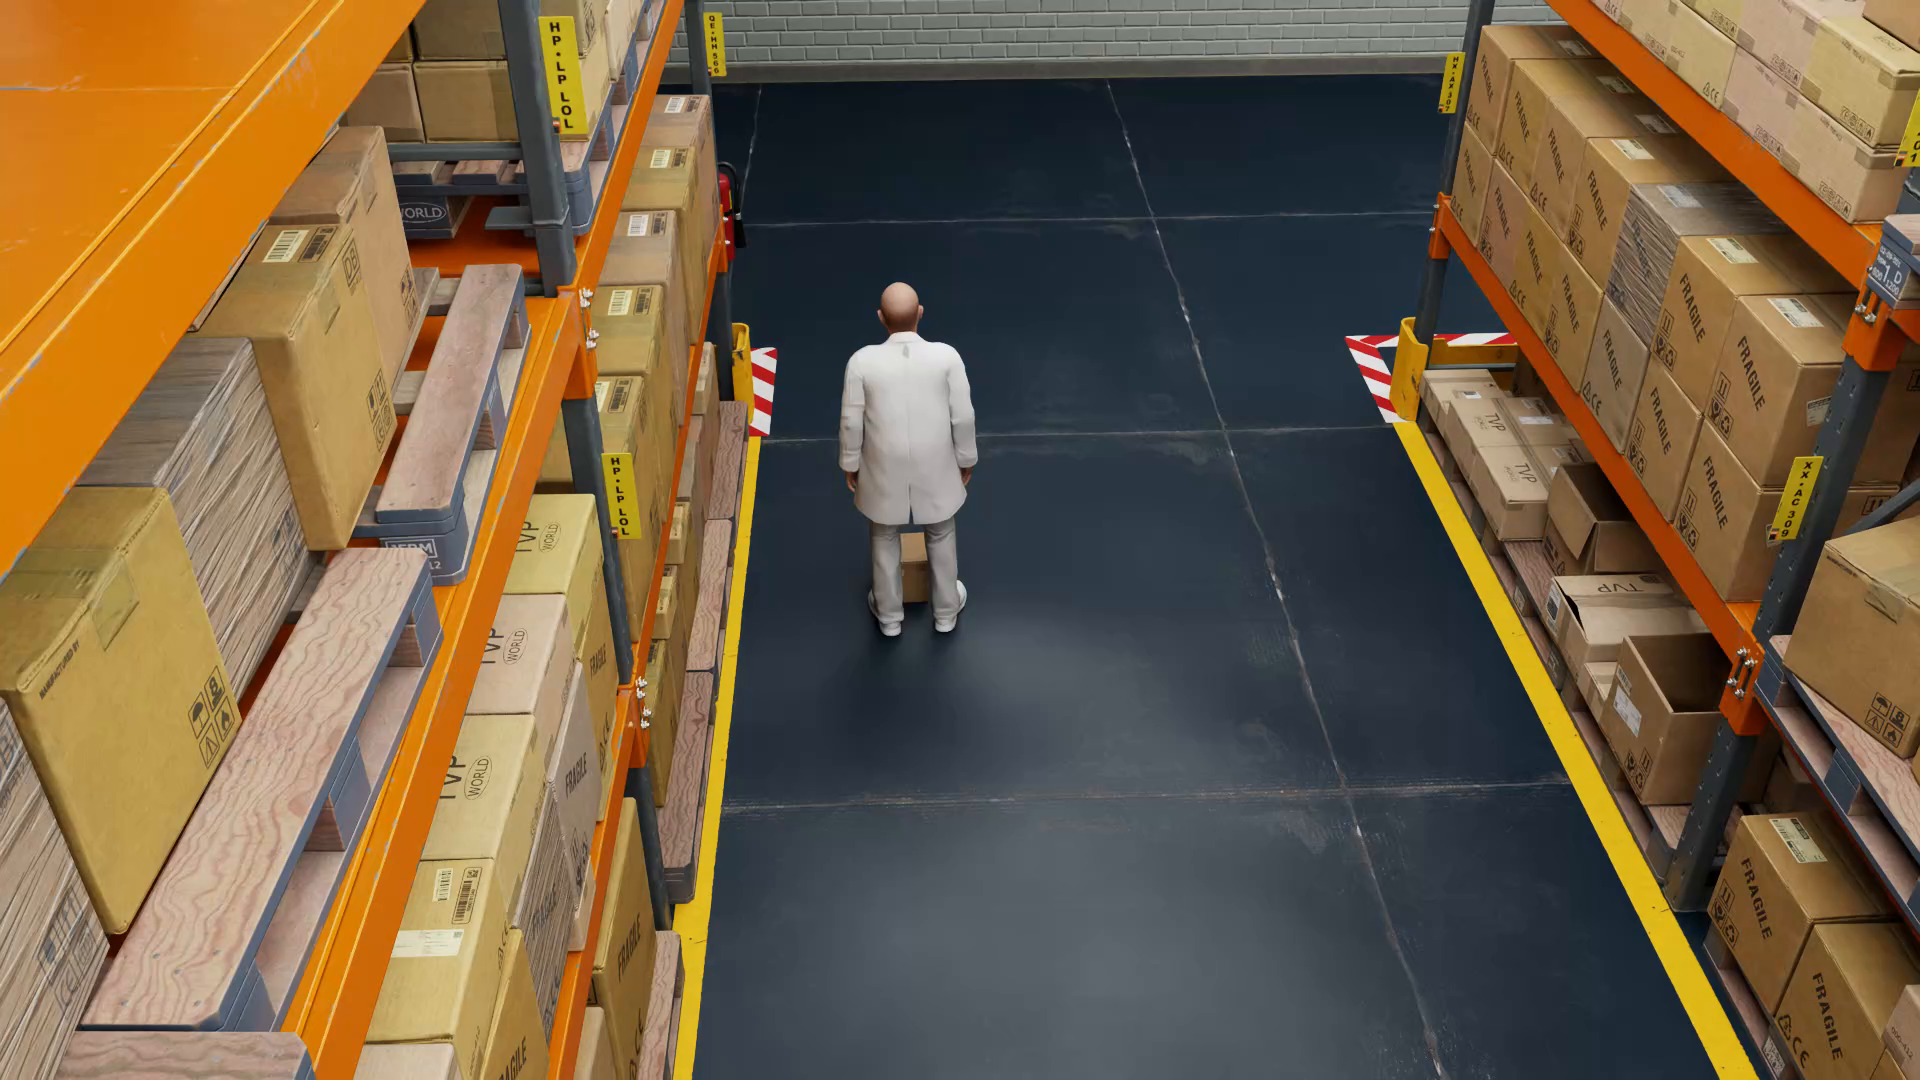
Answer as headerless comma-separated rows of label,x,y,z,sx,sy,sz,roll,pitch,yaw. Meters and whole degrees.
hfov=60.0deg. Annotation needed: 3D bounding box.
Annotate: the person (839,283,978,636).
person,-0.237,-0.349,7.662,0.640,1.773,0.429,-2,35,-4
